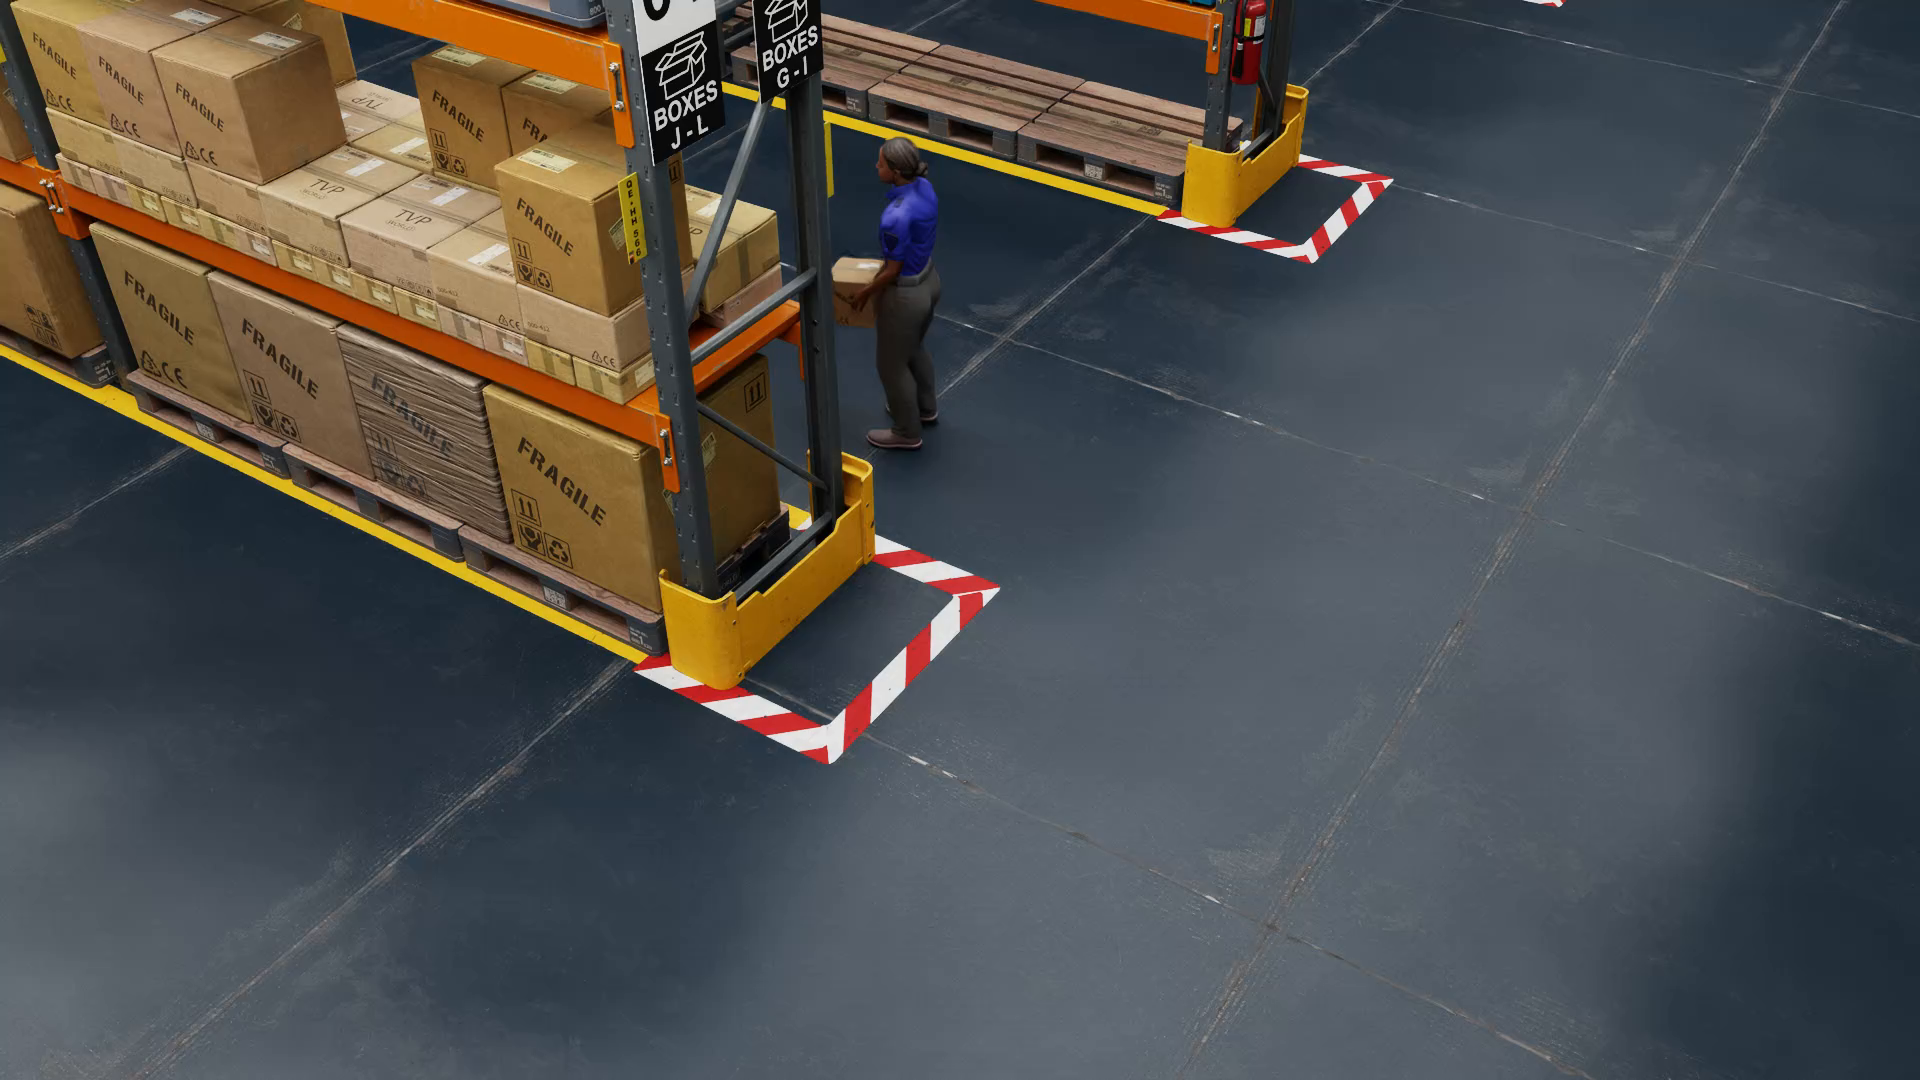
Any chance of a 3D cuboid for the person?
[{"bbox_3d":[-0.311,-1.220,8.203,0.405,1.663,0.479,11,40,14],"label":"person"}]
